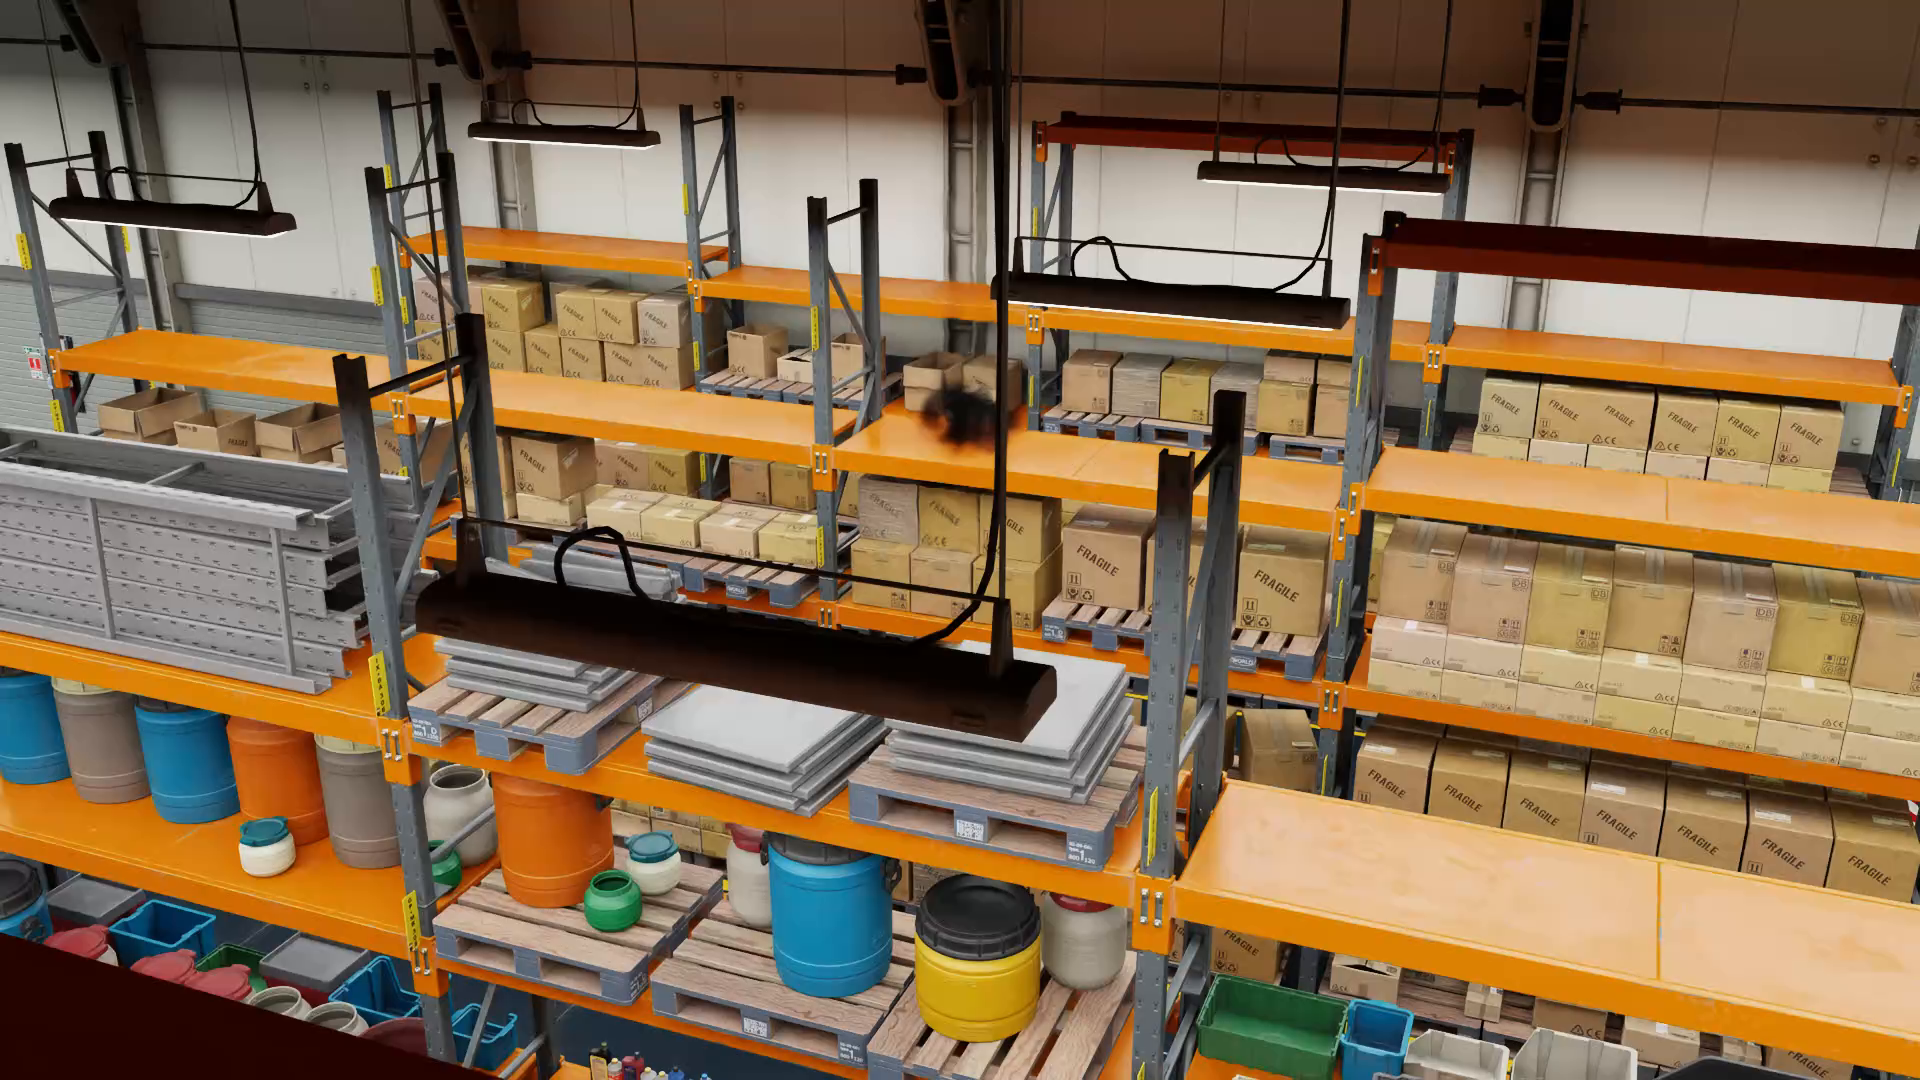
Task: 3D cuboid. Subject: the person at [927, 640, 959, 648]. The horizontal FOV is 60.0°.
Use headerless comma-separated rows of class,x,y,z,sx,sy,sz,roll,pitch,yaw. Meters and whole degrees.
person,-0.170,1.152,16.329,0.799,1.826,0.642,3,21,8
